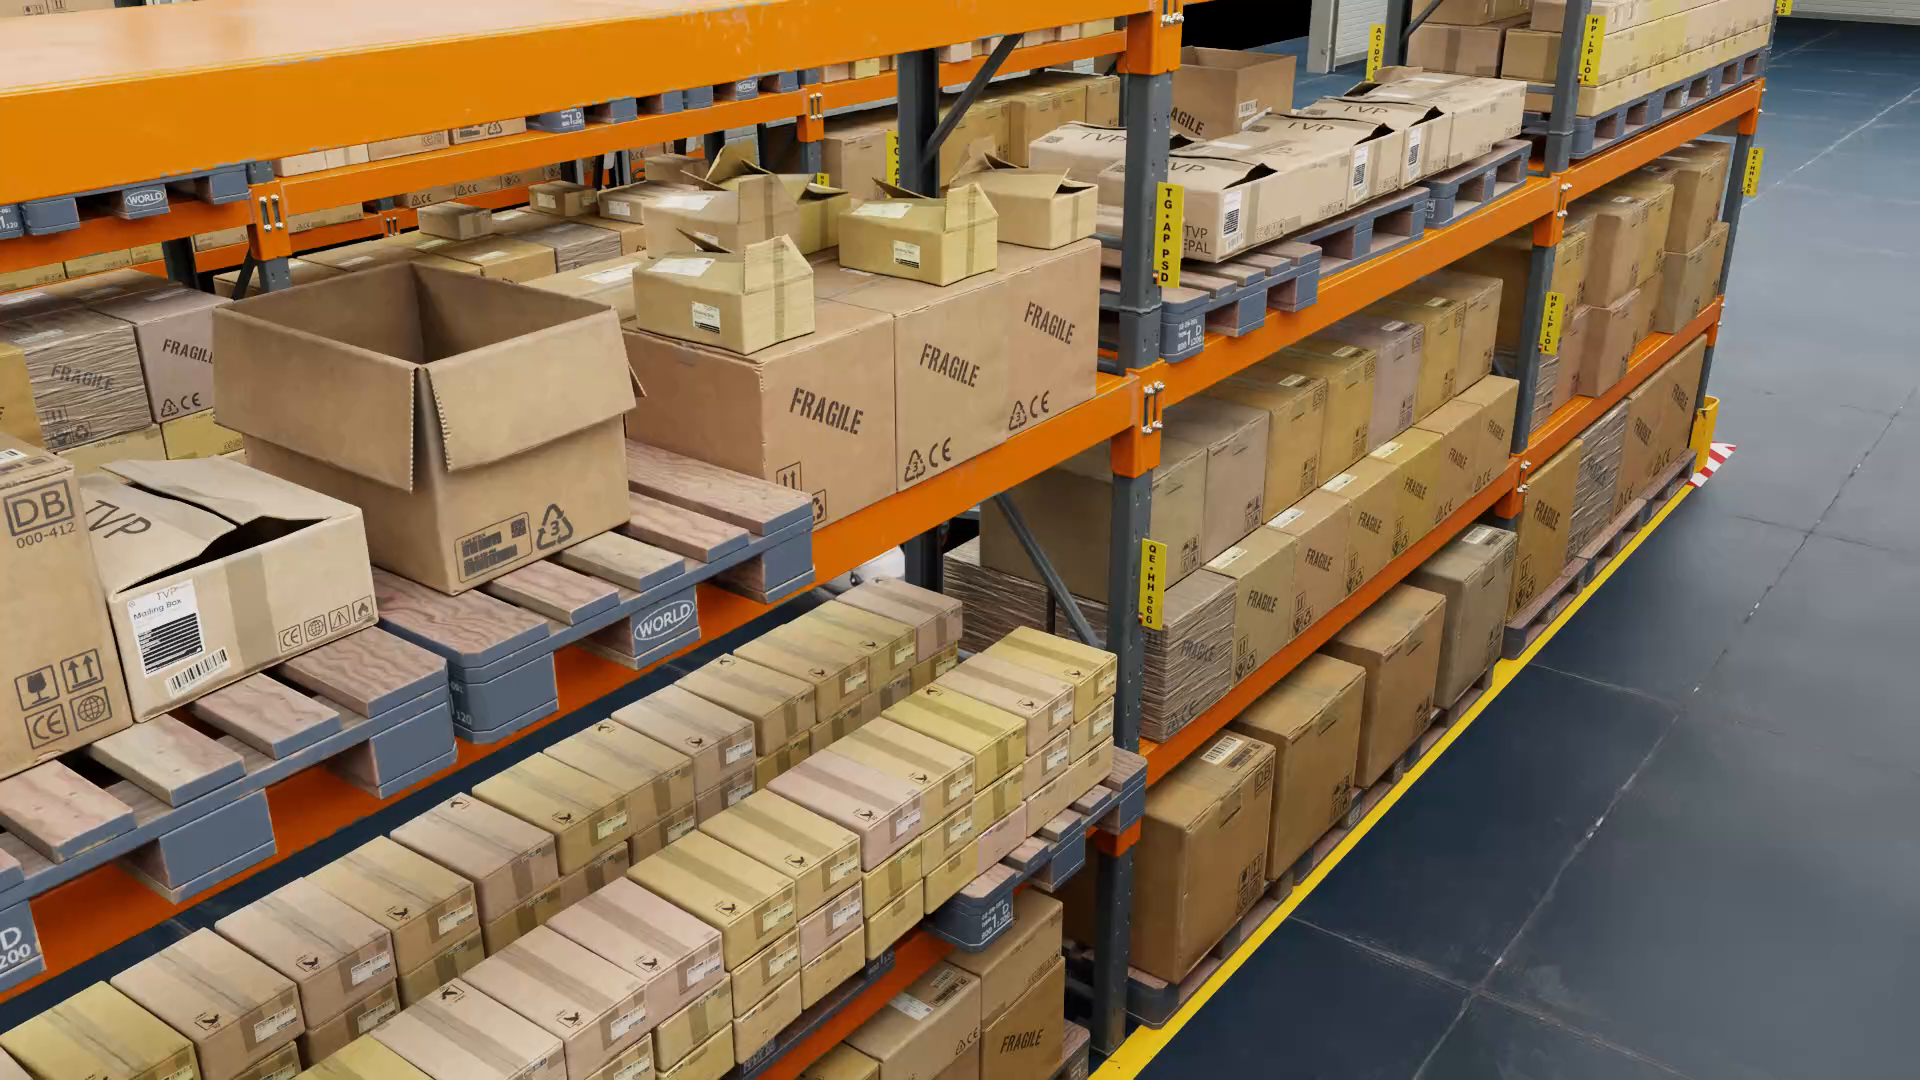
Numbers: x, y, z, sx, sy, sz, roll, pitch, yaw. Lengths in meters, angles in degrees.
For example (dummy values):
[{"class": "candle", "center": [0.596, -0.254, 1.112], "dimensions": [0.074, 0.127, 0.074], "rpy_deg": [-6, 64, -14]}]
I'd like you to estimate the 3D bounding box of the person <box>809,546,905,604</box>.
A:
[{"class": "person", "center": [-0.693, 0.084, 9.824], "dimensions": [0.815, 1.011, 0.477], "rpy_deg": [17, 29, 33]}]
